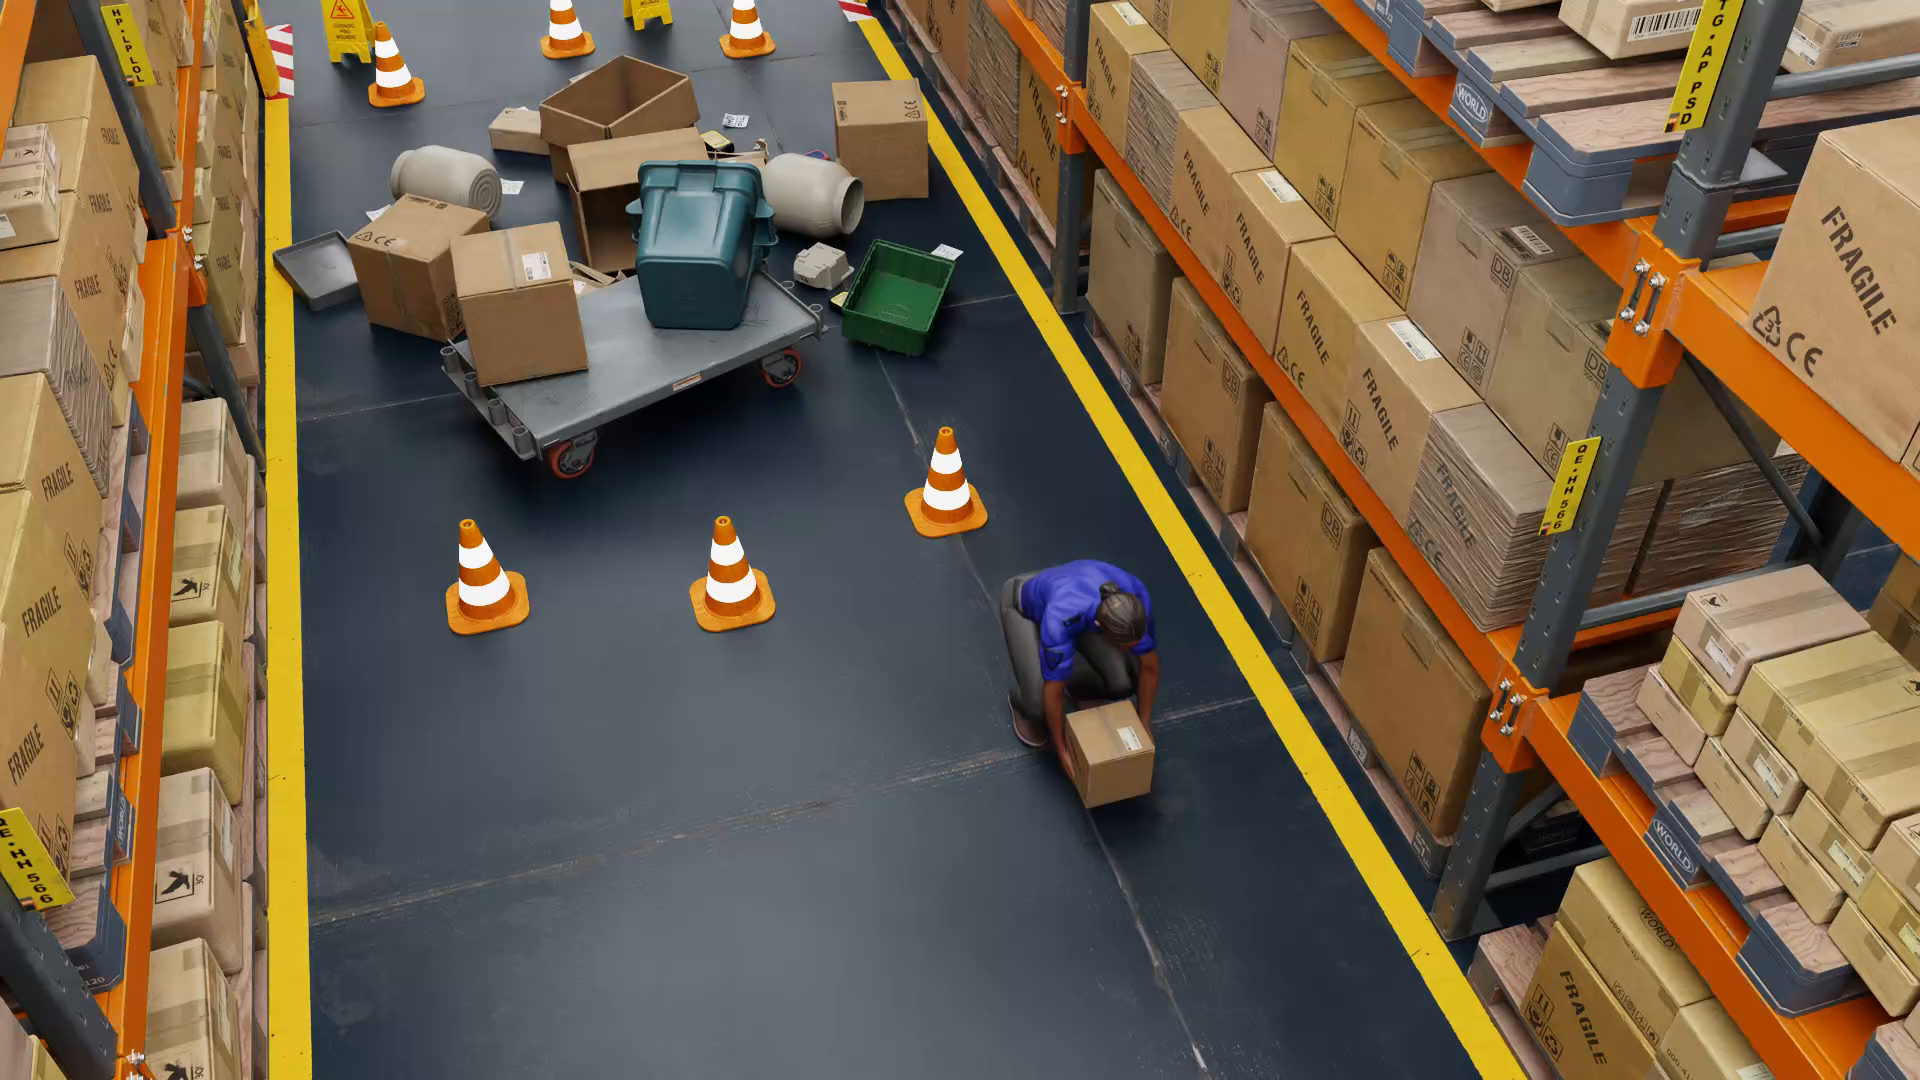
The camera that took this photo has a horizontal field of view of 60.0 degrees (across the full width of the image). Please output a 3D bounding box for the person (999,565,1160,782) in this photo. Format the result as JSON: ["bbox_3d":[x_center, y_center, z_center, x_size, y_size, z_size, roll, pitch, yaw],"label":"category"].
[{"bbox_3d":[0.445,0.405,6.223,0.488,0.988,0.796,-12,44,-13],"label":"person"}]
